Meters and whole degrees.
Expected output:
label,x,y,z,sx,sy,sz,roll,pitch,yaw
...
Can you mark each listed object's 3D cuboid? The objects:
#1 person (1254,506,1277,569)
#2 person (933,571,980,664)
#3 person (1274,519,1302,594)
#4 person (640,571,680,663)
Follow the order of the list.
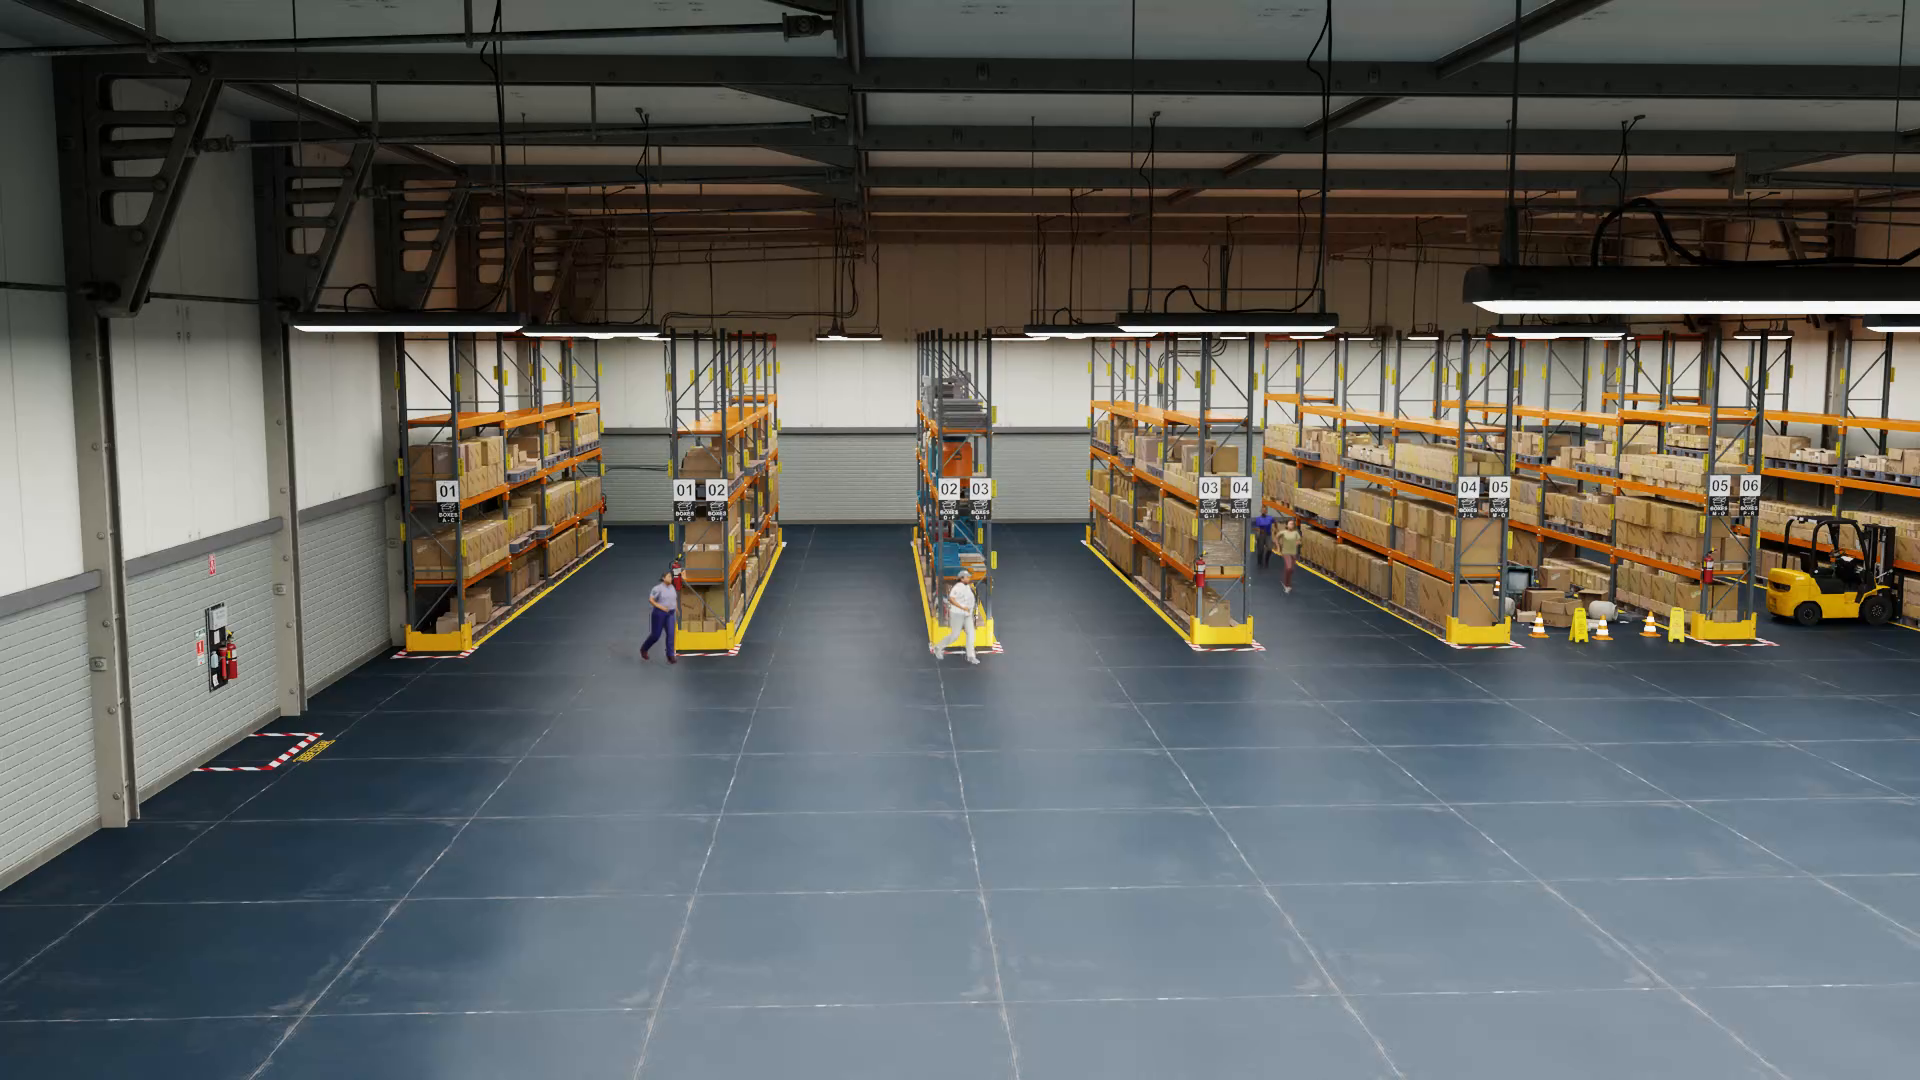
label,x,y,z,sx,sy,sz,roll,pitch,yaw
person,7.724,-0.049,42.028,0.587,1.606,0.815,1,7,5
person,0.045,1.373,30.024,0.926,1.639,0.691,4,8,33
person,7.606,0.367,38.455,0.543,1.720,0.723,-2,7,-13
person,-5.299,1.371,30.016,0.673,1.607,0.905,-7,9,-45
